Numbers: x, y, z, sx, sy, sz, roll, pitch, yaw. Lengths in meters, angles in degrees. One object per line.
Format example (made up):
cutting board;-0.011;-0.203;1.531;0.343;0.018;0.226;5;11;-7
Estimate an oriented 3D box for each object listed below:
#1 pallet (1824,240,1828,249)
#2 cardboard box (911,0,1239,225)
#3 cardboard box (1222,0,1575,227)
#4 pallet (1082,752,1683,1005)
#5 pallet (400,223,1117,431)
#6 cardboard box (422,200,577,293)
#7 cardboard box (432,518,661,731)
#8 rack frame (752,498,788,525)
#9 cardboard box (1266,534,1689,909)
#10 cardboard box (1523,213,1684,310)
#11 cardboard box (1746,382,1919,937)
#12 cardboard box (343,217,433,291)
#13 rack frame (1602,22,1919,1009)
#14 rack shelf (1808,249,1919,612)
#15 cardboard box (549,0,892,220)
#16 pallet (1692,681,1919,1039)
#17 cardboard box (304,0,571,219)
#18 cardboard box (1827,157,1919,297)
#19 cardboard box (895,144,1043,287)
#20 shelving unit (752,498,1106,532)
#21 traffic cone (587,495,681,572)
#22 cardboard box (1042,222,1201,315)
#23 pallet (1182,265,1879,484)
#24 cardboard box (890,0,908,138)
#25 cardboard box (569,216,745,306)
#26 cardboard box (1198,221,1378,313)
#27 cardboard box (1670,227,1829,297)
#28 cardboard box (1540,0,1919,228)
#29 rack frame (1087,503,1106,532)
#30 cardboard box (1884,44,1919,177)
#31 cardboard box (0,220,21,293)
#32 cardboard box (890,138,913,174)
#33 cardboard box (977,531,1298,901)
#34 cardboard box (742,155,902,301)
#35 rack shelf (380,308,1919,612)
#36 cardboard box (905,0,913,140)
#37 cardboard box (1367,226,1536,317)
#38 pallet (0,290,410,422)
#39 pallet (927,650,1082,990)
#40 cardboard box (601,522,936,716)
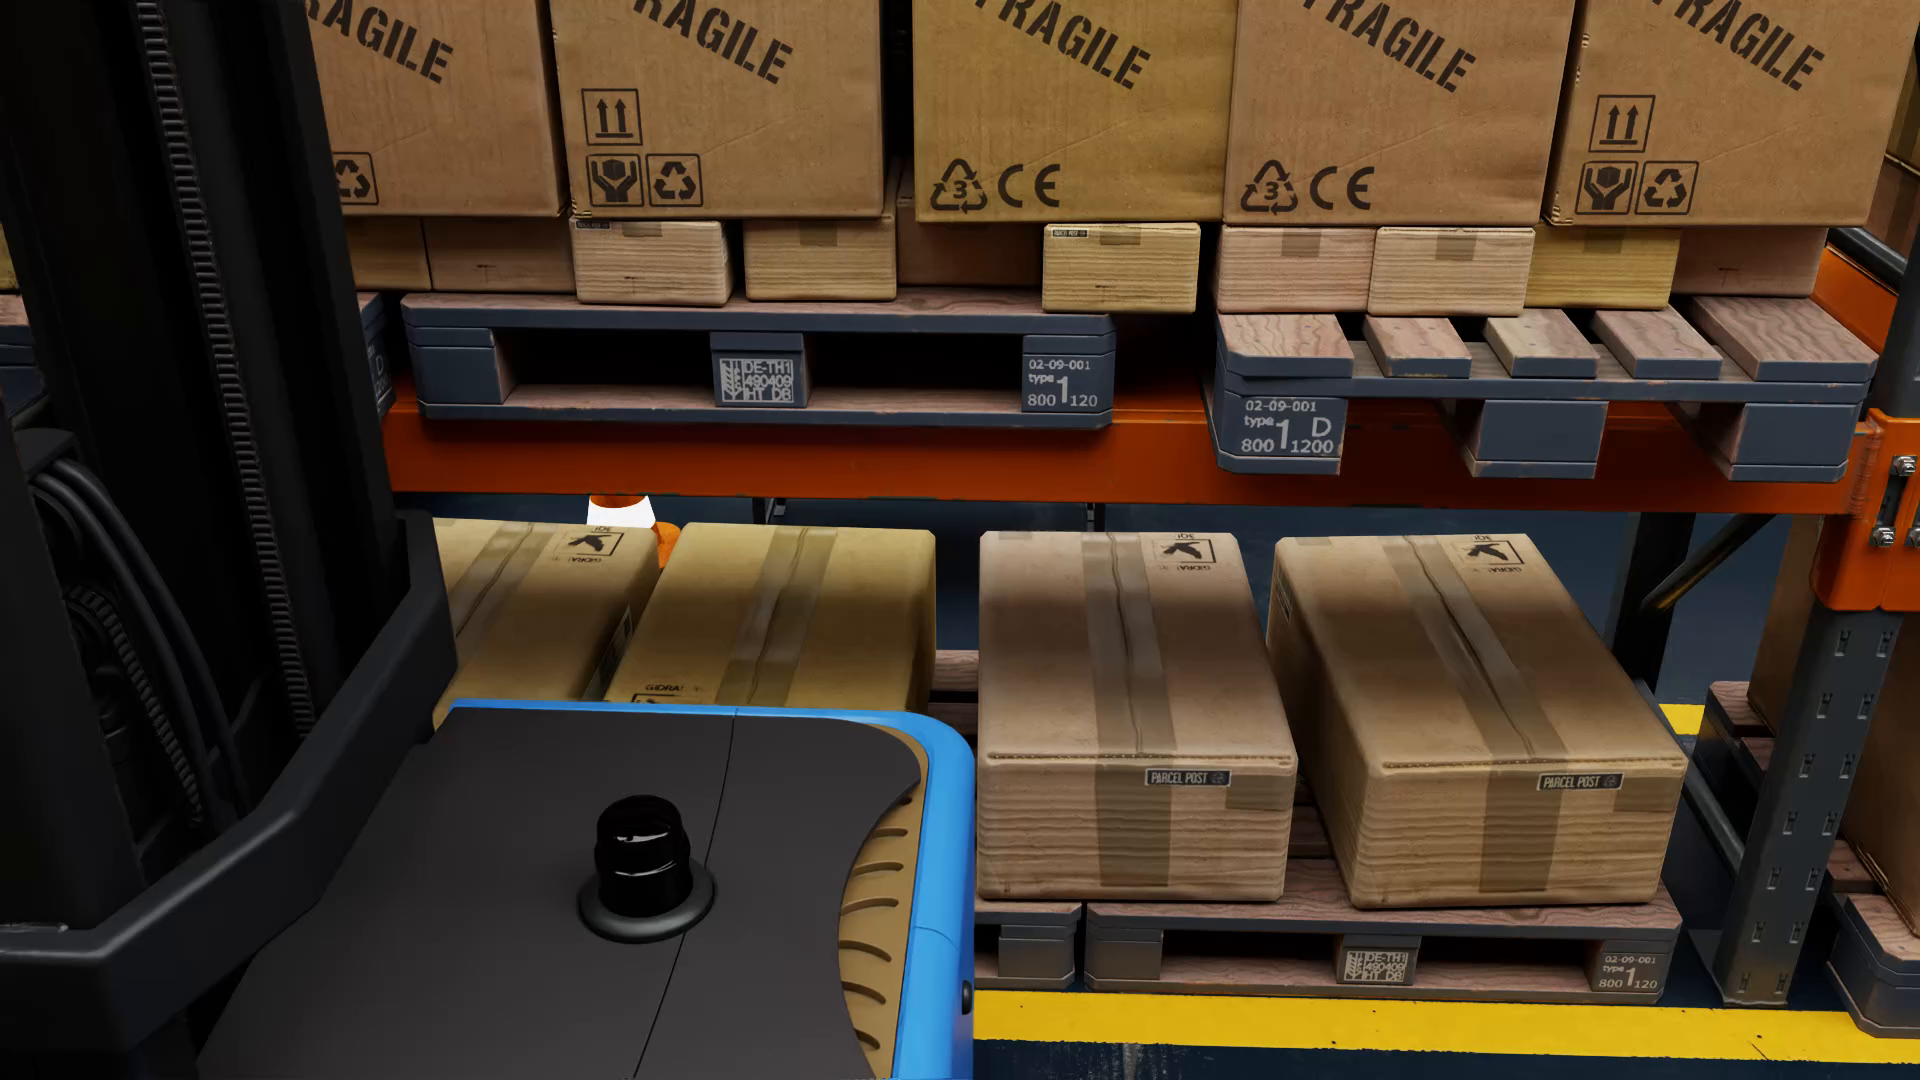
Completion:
pallet;3.727;-1.645;8.128;1.213;0.211;1.003;1;28;2
cardboard box;0.170;-0.843;2.765;0.500;0.500;0.500;-1;28;-2
cardboard box;0.675;-0.836;2.751;0.500;0.500;0.500;1;28;1
pallet;0.875;0.625;3.846;1.213;0.211;1.003;1;28;2
pallet;-0.324;-0.522;3.238;1.213;0.211;1.003;1;28;2
cardboard box;-0.763;-0.571;2.945;0.250;0.149;0.380;1;28;2
cardboard box;-1.099;0.334;3.775;0.625;0.372;0.950;3;28;5
rack frame;-0.593;-0.672;4.917;0.032;1.500;0.500;1;28;2
cardboard box;1.092;0.368;3.711;0.625;0.372;0.950;-1;28;-2
cardboard box;1.050;-0.534;2.875;0.250;0.149;0.380;1;28;3
cardboard box;2.343;0.210;3.471;0.875;0.875;0.875;1;28;1
cardboard box;-1.010;-0.576;2.954;0.250;0.149;0.380;1;28;3
rack frame;1.656;-0.594;3.167;0.127;3.000;1.000;1;28;2
rack shelf;3.655;-0.243;3.273;4.000;0.370;1.077;1;28;2
cardboard box;-0.375;-0.853;2.783;0.500;0.500;0.500;0;28;0
pallet;2.441;0.687;3.729;1.213;0.211;1.003;1;28;2
cardboard box;-0.889;-0.856;2.790;0.500;0.500;0.500;1;28;1
cardboard box;2.171;-0.640;3.416;0.500;0.250;0.500;0;28;0
cardboard box;0.023;-0.586;2.973;0.250;0.149;0.380;1;28;2
shelving unit;-0.085;-0.664;4.901;1.048;1.500;0.538;1;28;2
traffic cone;-1.053;-0.174;5.083;0.334;0.463;0.336;1;28;2
cardboard box;0.269;-0.523;2.854;0.250;0.149;0.380;1;28;3
pallet;0.940;-0.471;3.140;1.003;0.211;1.213;1;28;2
cardboard box;-0.337;-1.093;3.237;0.500;0.500;0.500;0;28;0
cardboard box;-0.499;-0.543;2.891;0.250;0.149;0.380;2;28;4
cardboard box;0.545;-0.525;2.858;0.250;0.149;0.380;0;28;-1
cardboard box;1.320;-0.563;2.930;0.250;0.149;0.380;2;28;4
cardboard box;1.192;-0.832;2.744;0.500;0.500;0.500;0;28;0
rack frame;0.423;-0.656;4.886;0.032;1.500;0.500;1;28;2
cardboard box;2.149;-0.859;3.294;0.500;0.250;0.500;1;28;2
cardboard box;-1.551;-0.569;2.940;0.250;0.149;0.380;2;28;3
cardboard box;-0.017;-0.775;3.329;0.250;0.149;0.380;2;28;4
cardboard box;0.354;0.359;3.727;0.625;0.372;0.950;0;28;1
cardboard box;-0.231;-0.552;2.908;0.250;0.149;0.380;0;28;0
rack shelf;-0.343;-0.309;3.398;4.000;0.370;1.077;1;28;2
cardboard box;0.162;-1.081;3.215;0.500;0.500;0.500;1;28;3
cardboard box;0.796;-0.517;2.843;0.250;0.149;0.380;1;28;1
pallet;-1.583;-0.494;3.184;1.213;0.211;1.003;1;28;2
pallet;-0.341;0.603;3.886;1.213;0.211;1.003;1;28;2
cardboard box;-0.404;0.344;3.755;0.625;0.372;0.950;2;28;3
